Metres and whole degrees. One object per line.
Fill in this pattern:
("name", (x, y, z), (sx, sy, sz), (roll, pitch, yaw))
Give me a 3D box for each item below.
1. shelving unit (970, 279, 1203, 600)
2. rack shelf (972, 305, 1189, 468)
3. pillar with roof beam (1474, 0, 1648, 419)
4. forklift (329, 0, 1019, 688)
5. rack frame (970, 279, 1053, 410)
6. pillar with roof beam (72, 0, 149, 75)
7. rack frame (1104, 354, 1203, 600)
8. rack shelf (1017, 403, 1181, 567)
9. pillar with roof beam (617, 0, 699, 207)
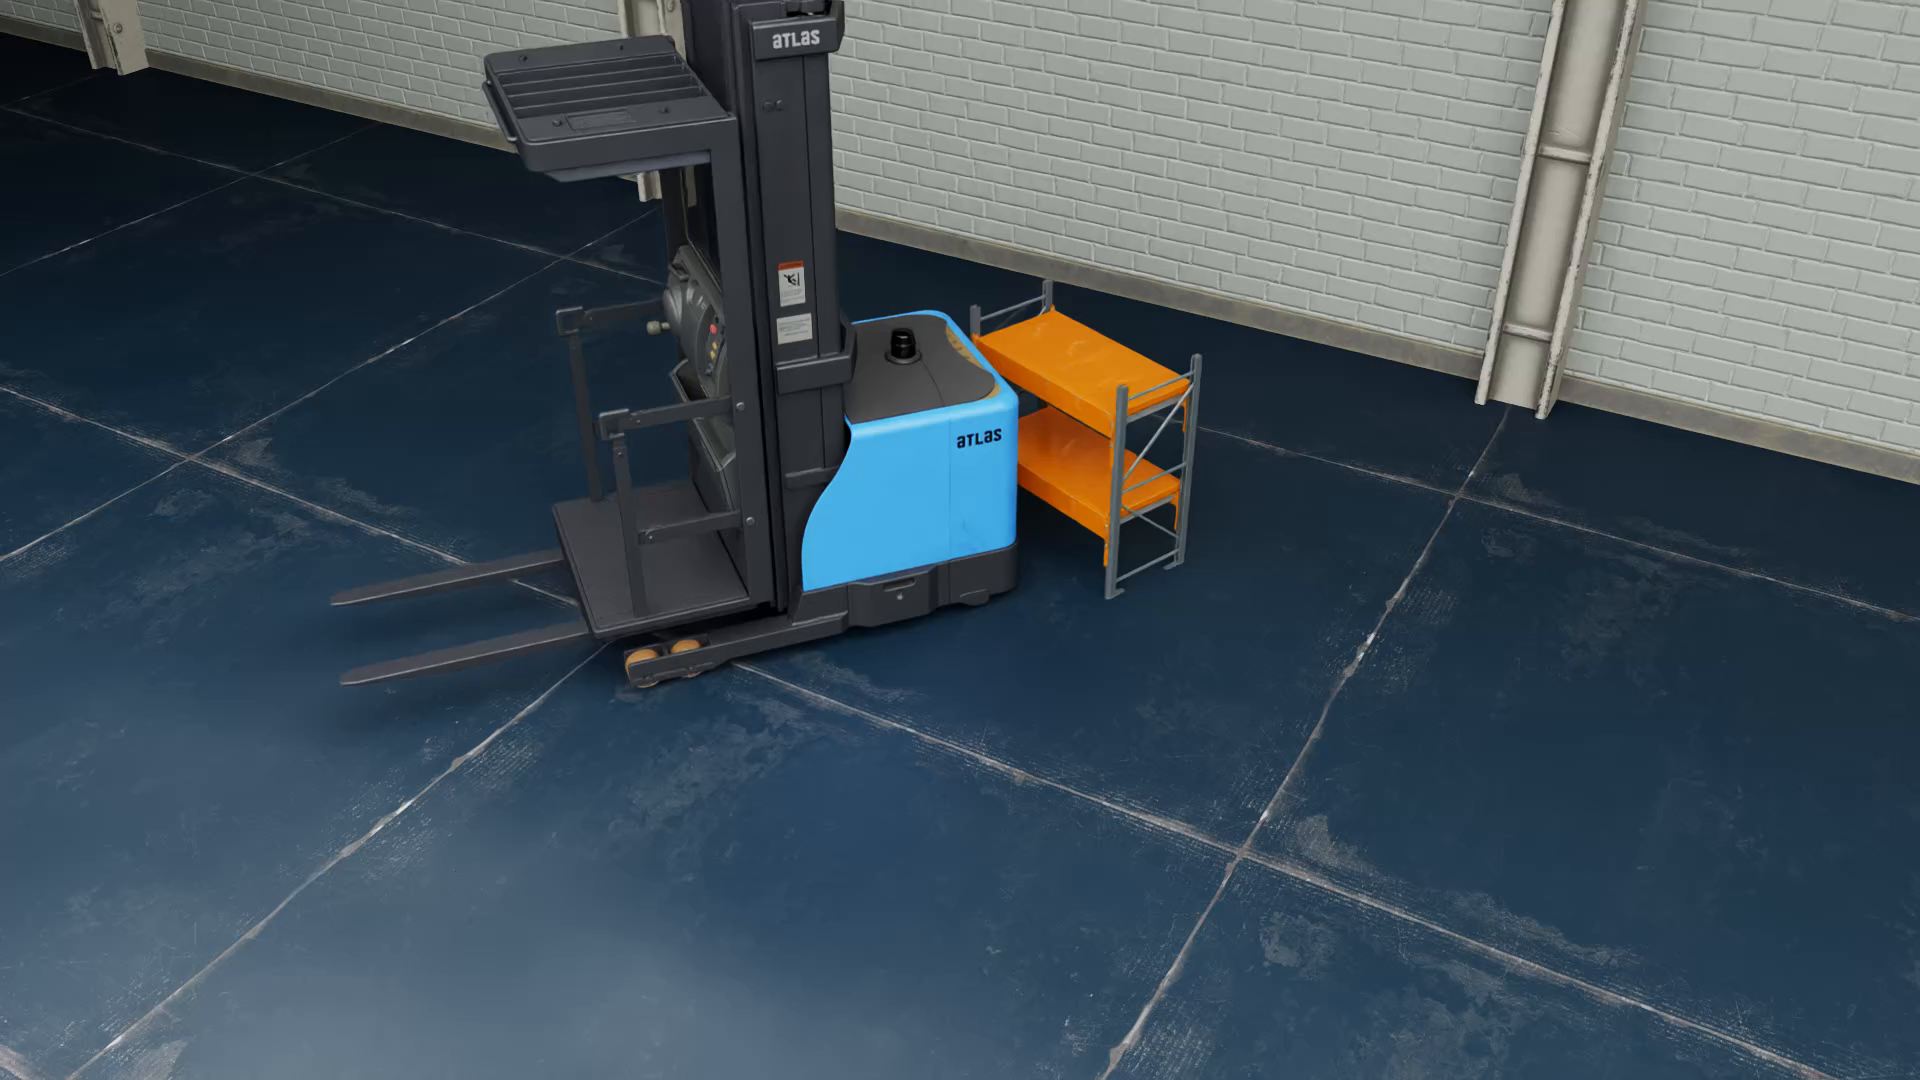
("shelving unit", (0.568, -0.498, 7.984), (0.538, 1.125, 1.048), (-24, 40, -31))
("rack shelf", (0.568, -0.742, 7.821), (0.538, 0.278, 1.000), (-24, 40, -31))
("pillar with roof beam", (1.025, -2.472, 3.843), (0.400, 9.000, 9.100), (18, 37, 24))
("forklift", (-1.296, -0.906, 6.967), (3.031, 2.935, 1.130), (-12, 36, -18))
("rack frame", (0.251, -0.718, 8.314), (0.500, 1.125, 0.032), (-24, 40, -31))
("pillar with roof beam", (-9.394, -5.772, 8.799), (0.400, 9.000, 9.100), (18, 37, 24))
("rack frame", (0.886, -0.278, 7.653), (0.500, 1.125, 0.032), (-24, 40, -31))
("rack shelf", (0.568, -0.295, 8.119), (0.538, 0.278, 1.000), (-24, 40, -31))
("pillar with roof beam", (-4.185, -4.122, 6.321), (0.400, 9.000, 9.100), (18, 37, 24))
